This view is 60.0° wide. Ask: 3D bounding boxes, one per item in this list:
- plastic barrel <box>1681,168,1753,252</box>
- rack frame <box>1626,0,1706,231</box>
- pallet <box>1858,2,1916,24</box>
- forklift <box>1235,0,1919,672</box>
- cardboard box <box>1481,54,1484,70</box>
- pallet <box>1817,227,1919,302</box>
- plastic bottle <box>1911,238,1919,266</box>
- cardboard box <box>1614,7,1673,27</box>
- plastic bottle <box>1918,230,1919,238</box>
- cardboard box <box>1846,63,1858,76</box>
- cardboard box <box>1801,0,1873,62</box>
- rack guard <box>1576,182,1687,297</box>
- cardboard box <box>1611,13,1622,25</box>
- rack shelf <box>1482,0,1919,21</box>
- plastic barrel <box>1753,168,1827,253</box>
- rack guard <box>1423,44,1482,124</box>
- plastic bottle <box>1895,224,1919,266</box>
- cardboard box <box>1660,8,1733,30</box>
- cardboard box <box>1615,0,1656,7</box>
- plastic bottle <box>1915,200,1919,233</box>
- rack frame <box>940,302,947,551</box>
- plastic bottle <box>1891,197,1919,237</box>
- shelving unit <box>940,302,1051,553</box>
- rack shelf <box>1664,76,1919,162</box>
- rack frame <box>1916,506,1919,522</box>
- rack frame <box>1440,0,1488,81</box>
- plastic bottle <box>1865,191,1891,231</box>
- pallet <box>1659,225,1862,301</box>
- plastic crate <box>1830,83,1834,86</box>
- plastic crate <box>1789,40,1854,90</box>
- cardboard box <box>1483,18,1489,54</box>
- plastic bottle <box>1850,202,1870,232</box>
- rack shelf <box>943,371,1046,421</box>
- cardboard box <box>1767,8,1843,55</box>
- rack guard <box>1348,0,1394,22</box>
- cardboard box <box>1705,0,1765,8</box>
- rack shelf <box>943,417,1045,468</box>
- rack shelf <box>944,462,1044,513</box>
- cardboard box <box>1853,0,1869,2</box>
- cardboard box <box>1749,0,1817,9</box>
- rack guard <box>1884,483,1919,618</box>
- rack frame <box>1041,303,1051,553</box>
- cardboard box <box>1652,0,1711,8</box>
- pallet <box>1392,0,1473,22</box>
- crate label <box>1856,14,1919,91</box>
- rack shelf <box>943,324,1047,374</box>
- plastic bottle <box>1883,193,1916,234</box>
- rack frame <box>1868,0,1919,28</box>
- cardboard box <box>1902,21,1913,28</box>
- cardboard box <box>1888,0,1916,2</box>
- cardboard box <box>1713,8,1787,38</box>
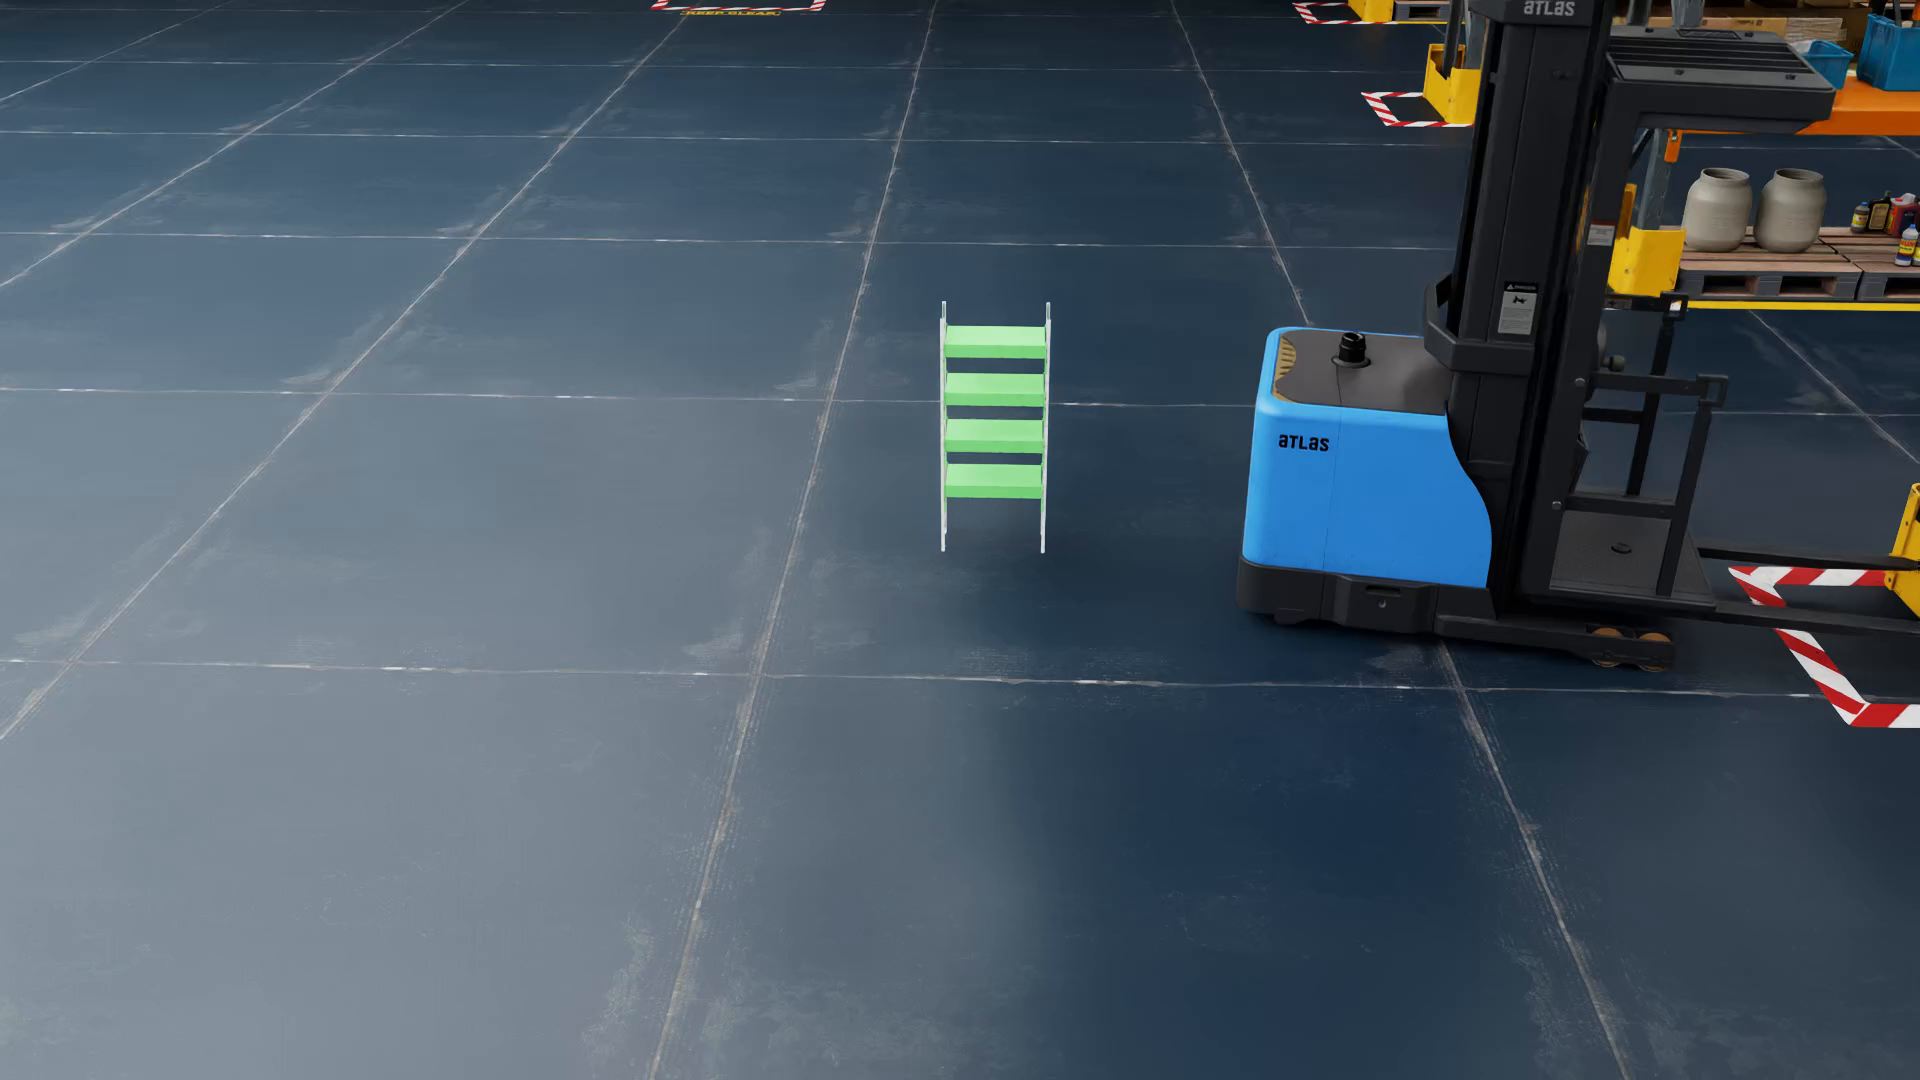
[{"bbox_3d":[5.282,-2.301,11.597,0.421,0.512,0.421,0,28,0],"label":"plastic barrel"},{"bbox_3d":[4.622,-3.190,11.065,0.127,3.000,1.000,1,28,2],"label":"rack frame"},{"bbox_3d":[10.970,-6.498,20.283,1.213,0.211,1.003,1,28,2],"label":"pallet"},{"bbox_3d":[2.827,-0.998,7.004,3.031,2.935,1.130,6,29,11],"label":"forklift"},{"bbox_3d":[5.347,-4.609,16.229,0.500,0.250,0.500,1,28,2],"label":"cardboard box"},{"bbox_3d":[6.727,-1.942,11.687,1.213,0.211,1.003,1,28,2],"label":"pallet"},{"bbox_3d":[6.526,-1.971,11.283,0.097,0.201,0.097,0,28,0],"label":"plastic bottle"},{"bbox_3d":[6.329,-4.688,15.578,0.500,0.500,0.500,1,28,2],"label":"cardboard box"},{"bbox_3d":[6.877,-2.245,11.800,0.097,0.201,0.097,0,28,0],"label":"plastic bottle"},{"bbox_3d":[8.327,-4.319,15.681,0.500,0.250,0.500,1,28,2],"label":"cardboard box"},{"bbox_3d":[8.346,-4.899,15.975,0.500,0.500,0.500,1,28,2],"label":"cardboard box"},{"bbox_3d":[4.700,-2.107,11.690,0.348,0.500,1.175,1,28,2],"label":"rack guard"},{"bbox_3d":[5.828,-4.690,15.582,0.500,0.500,0.500,1,28,2],"label":"cardboard box"},{"bbox_3d":[6.799,-5.158,15.545,4.000,0.370,1.077,1,28,2],"label":"rack shelf"},{"bbox_3d":[5.783,-2.293,11.581,0.421,0.512,0.421,0,28,0],"label":"plastic barrel"},{"bbox_3d":[4.777,-4.405,16.025,0.348,0.500,1.175,1,28,2],"label":"rack guard"},{"bbox_3d":[6.423,-2.003,11.270,0.097,0.271,0.097,0,28,0],"label":"plastic bottle"},{"bbox_3d":[6.828,-4.672,15.547,0.500,0.500,0.500,1,28,2],"label":"cardboard box"},{"bbox_3d":[6.347,-4.931,16.037,0.500,0.500,0.500,1,28,2],"label":"cardboard box"},{"bbox_3d":[6.862,-2.337,11.894,0.135,0.276,0.152,0,28,0],"label":"plastic bottle"},{"bbox_3d":[-0.078,-0.531,7.971,0.015,1.200,0.240,1,28,2],"label":"rack frame"},{"bbox_3d":[6.721,-2.292,11.802,0.133,0.283,0.061,1,28,2],"label":"plastic bottle"},{"bbox_3d":[0.165,-0.527,7.964,0.503,1.200,0.258,1,28,2],"label":"shelving unit"},{"bbox_3d":[6.621,-2.839,11.172,4.000,0.370,1.077,1,28,2],"label":"rack shelf"},{"bbox_3d":[4.447,-0.872,6.692,0.127,3.000,1.000,1,28,2],"label":"rack frame"},{"bbox_3d":[4.801,-5.509,15.439,0.127,3.000,1.000,1,28,2],"label":"rack frame"},{"bbox_3d":[6.590,-2.366,11.941,0.133,0.283,0.061,2,28,3],"label":"plastic bottle"},{"bbox_3d":[5.511,-1.963,11.728,1.213,0.211,1.003,1,28,2],"label":"pallet"},{"bbox_3d":[5.505,-2.908,10.815,0.250,0.136,0.298,1,28,2],"label":"plastic crate"},{"bbox_3d":[5.782,-3.243,11.324,0.408,0.251,0.499,1,28,2],"label":"plastic crate"},{"bbox_3d":[5.347,-4.941,16.055,0.500,0.500,0.500,1,28,2],"label":"cardboard box"},{"bbox_3d":[6.473,-2.323,11.948,0.097,0.201,0.097,0,28,0],"label":"plastic bottle"},{"bbox_3d":[0.165,-0.683,7.881,0.480,0.148,0.258,1,28,2],"label":"rack shelf"},{"bbox_3d":[7.828,-4.664,15.532,0.500,0.500,0.500,1,28,2],"label":"cardboard box"},{"bbox_3d":[5.048,-6.722,20.396,0.348,0.500,1.175,1,28,2],"label":"rack guard"},{"bbox_3d":[7.346,-4.915,16.006,0.500,0.500,0.500,1,28,2],"label":"cardboard box"},{"bbox_3d":[0.165,-0.471,7.994,0.480,0.148,0.258,1,28,2],"label":"rack shelf"},{"bbox_3d":[0.165,-0.259,8.106,0.480,0.148,0.258,1,28,2],"label":"rack shelf"},{"bbox_3d":[10.732,-6.834,20.139,0.500,0.500,0.700,1,28,2],"label":"cardboard box"},{"bbox_3d":[7.846,-4.903,15.984,0.500,0.500,0.500,1,28,2],"label":"cardboard box"},{"bbox_3d":[4.523,0.234,7.275,0.348,0.500,1.175,1,28,2],"label":"rack guard"},{"bbox_3d":[0.409,-0.523,7.956,0.015,1.200,0.240,1,28,2],"label":"rack frame"},{"bbox_3d":[6.847,-4.923,16.020,0.500,0.500,0.500,1,28,2],"label":"cardboard box"},{"bbox_3d":[5.858,-6.564,20.407,1.213,0.211,1.003,1,28,2],"label":"pallet"},{"bbox_3d":[6.471,-3.302,11.239,0.616,0.435,0.502,1,28,2],"label":"crate label"},{"bbox_3d":[0.165,-0.895,7.769,0.480,0.148,0.258,1,28,2],"label":"rack shelf"},{"bbox_3d":[6.724,-2.339,11.898,0.135,0.276,0.152,1,28,2],"label":"plastic bottle"},{"bbox_3d":[8.798,-5.443,15.314,0.127,3.000,1.000,1,28,2],"label":"rack frame"},{"bbox_3d":[9.213,-4.788,15.969,0.500,0.311,0.500,1,28,2],"label":"cardboard box"},{"bbox_3d":[11.237,-6.831,20.132,0.500,0.500,0.700,1,28,2],"label":"cardboard box"},{"bbox_3d":[7.328,-4.670,15.544,0.500,0.500,0.500,1,28,2],"label":"cardboard box"}]
